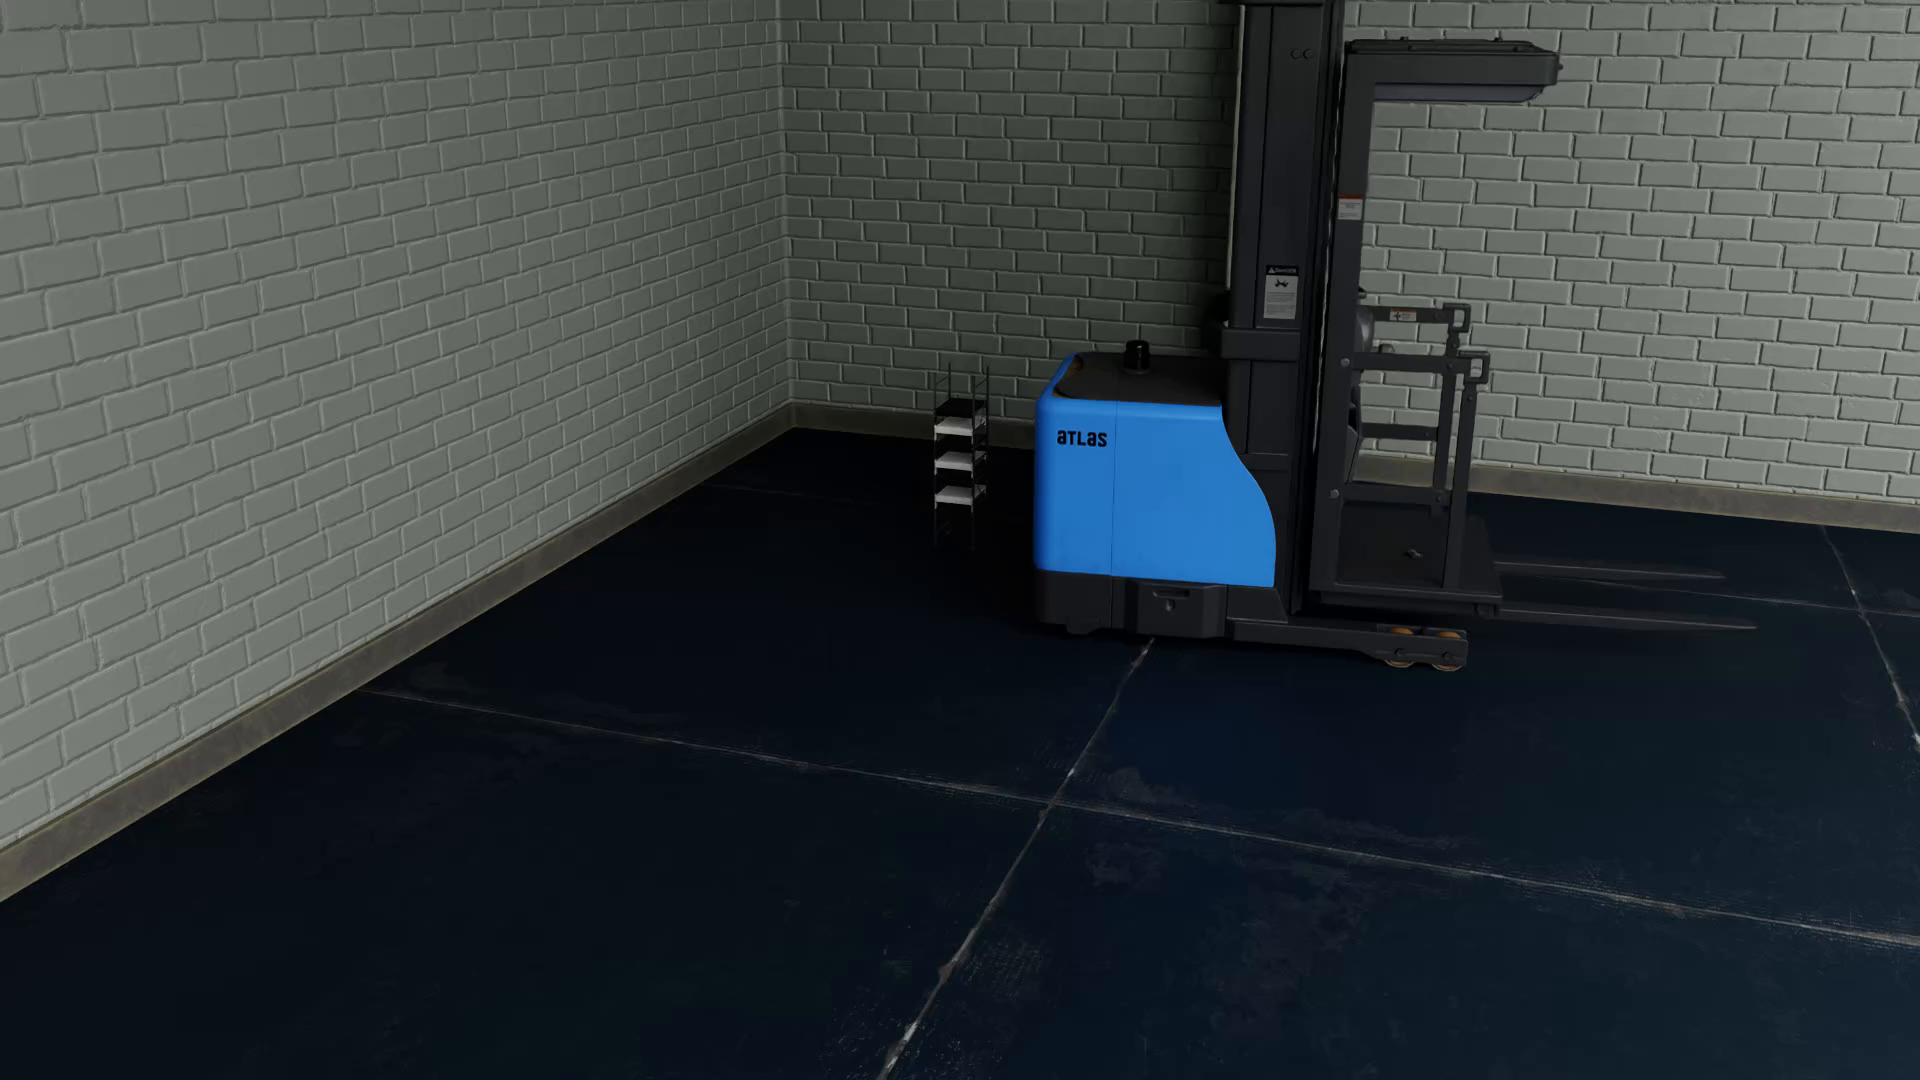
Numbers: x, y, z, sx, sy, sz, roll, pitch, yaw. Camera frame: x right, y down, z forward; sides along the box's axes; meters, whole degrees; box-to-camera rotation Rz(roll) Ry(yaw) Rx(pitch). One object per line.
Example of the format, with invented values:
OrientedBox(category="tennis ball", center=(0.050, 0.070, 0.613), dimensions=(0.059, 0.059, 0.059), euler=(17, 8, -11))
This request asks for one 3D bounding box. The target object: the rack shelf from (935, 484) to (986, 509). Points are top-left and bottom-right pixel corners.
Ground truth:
OrientedBox(category="rack shelf", center=(0.008, -0.223, 8.496), dimensions=(0.200, 0.077, 0.258), euler=(7, 20, 18))

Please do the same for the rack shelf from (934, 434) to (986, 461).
OrientedBox(category="rack shelf", center=(0.008, -0.478, 8.407), dimensions=(0.200, 0.077, 0.258), euler=(7, 20, 18))

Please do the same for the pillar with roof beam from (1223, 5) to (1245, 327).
OrientedBox(category="pillar with roof beam", center=(0.288, -3.278, 4.307), dimensions=(0.400, 9.000, 9.100), euler=(7, 20, 18))

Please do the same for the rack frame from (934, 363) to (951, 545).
OrientedBox(category="rack frame", center=(-0.088, -0.435, 8.457), dimensions=(0.006, 0.900, 0.240), euler=(7, 20, 18))

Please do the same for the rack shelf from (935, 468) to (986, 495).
OrientedBox(category="rack shelf", center=(0.008, -0.308, 8.466), dimensions=(0.200, 0.077, 0.258), euler=(7, 20, 18))

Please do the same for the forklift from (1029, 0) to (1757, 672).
OrientedBox(category="forklift", center=(1.878, -1.021, 7.053), dimensions=(3.031, 2.935, 1.130), euler=(4, 20, 11))

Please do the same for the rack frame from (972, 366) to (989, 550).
OrientedBox(category="rack frame", center=(0.104, -0.413, 8.394), dimensions=(0.006, 0.900, 0.240), euler=(7, 20, 18))

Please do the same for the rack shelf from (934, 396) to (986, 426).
OrientedBox(category="rack shelf", center=(0.008, -0.648, 8.348), dimensions=(0.200, 0.077, 0.258), euler=(7, 20, 18))

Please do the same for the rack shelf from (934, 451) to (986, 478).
OrientedBox(category="rack shelf", center=(0.008, -0.393, 8.437), dimensions=(0.200, 0.077, 0.258), euler=(7, 20, 18))

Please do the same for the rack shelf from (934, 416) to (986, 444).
OrientedBox(category="rack shelf", center=(0.008, -0.563, 8.377), dimensions=(0.200, 0.077, 0.258), euler=(7, 20, 18))

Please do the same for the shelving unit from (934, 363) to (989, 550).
OrientedBox(category="shelving unit", center=(0.008, -0.424, 8.426), dimensions=(0.210, 0.900, 0.258), euler=(7, 20, 18))
